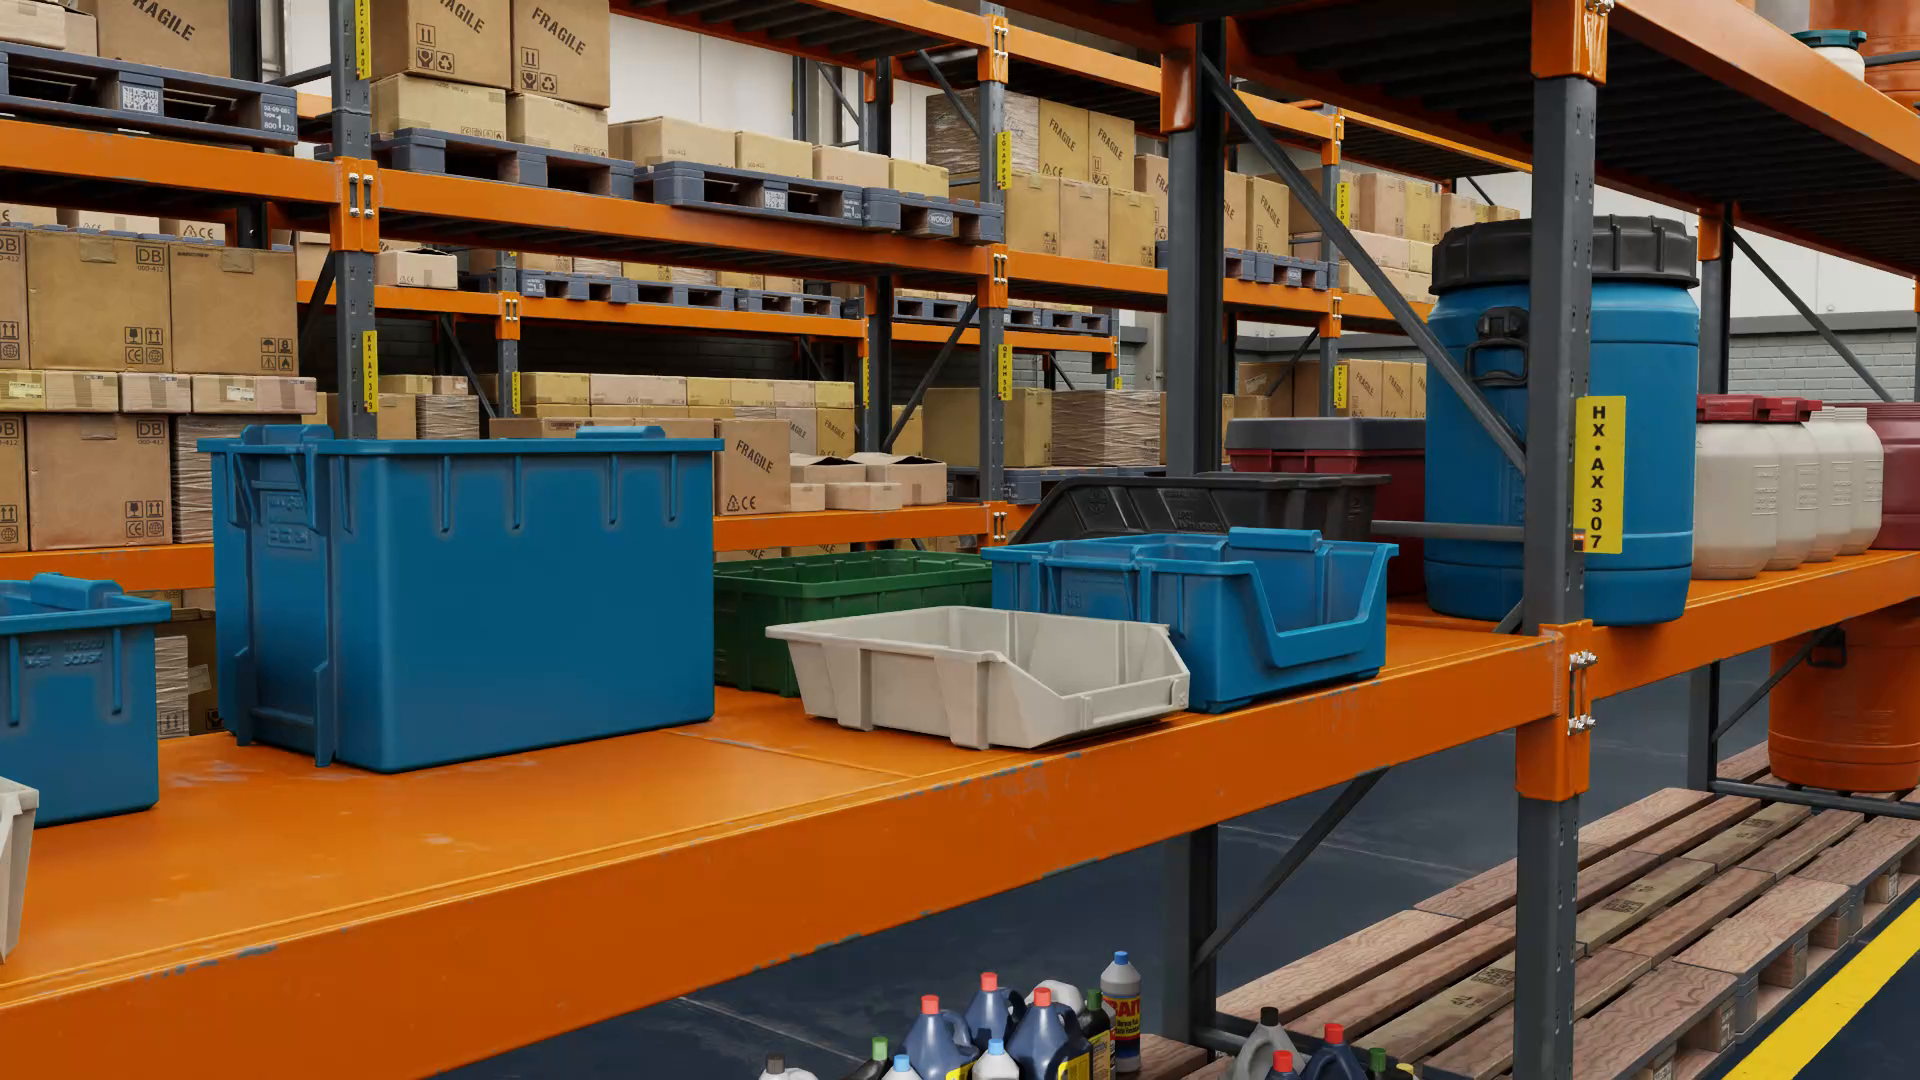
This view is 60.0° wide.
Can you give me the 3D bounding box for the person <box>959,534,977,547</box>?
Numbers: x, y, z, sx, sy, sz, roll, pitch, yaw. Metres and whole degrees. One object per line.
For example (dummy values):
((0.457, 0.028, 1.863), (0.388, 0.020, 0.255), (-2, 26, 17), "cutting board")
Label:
((0.183, -0.115, 15.802), (0.515, 1.657, 0.400), (3, 5, 40), "person")
